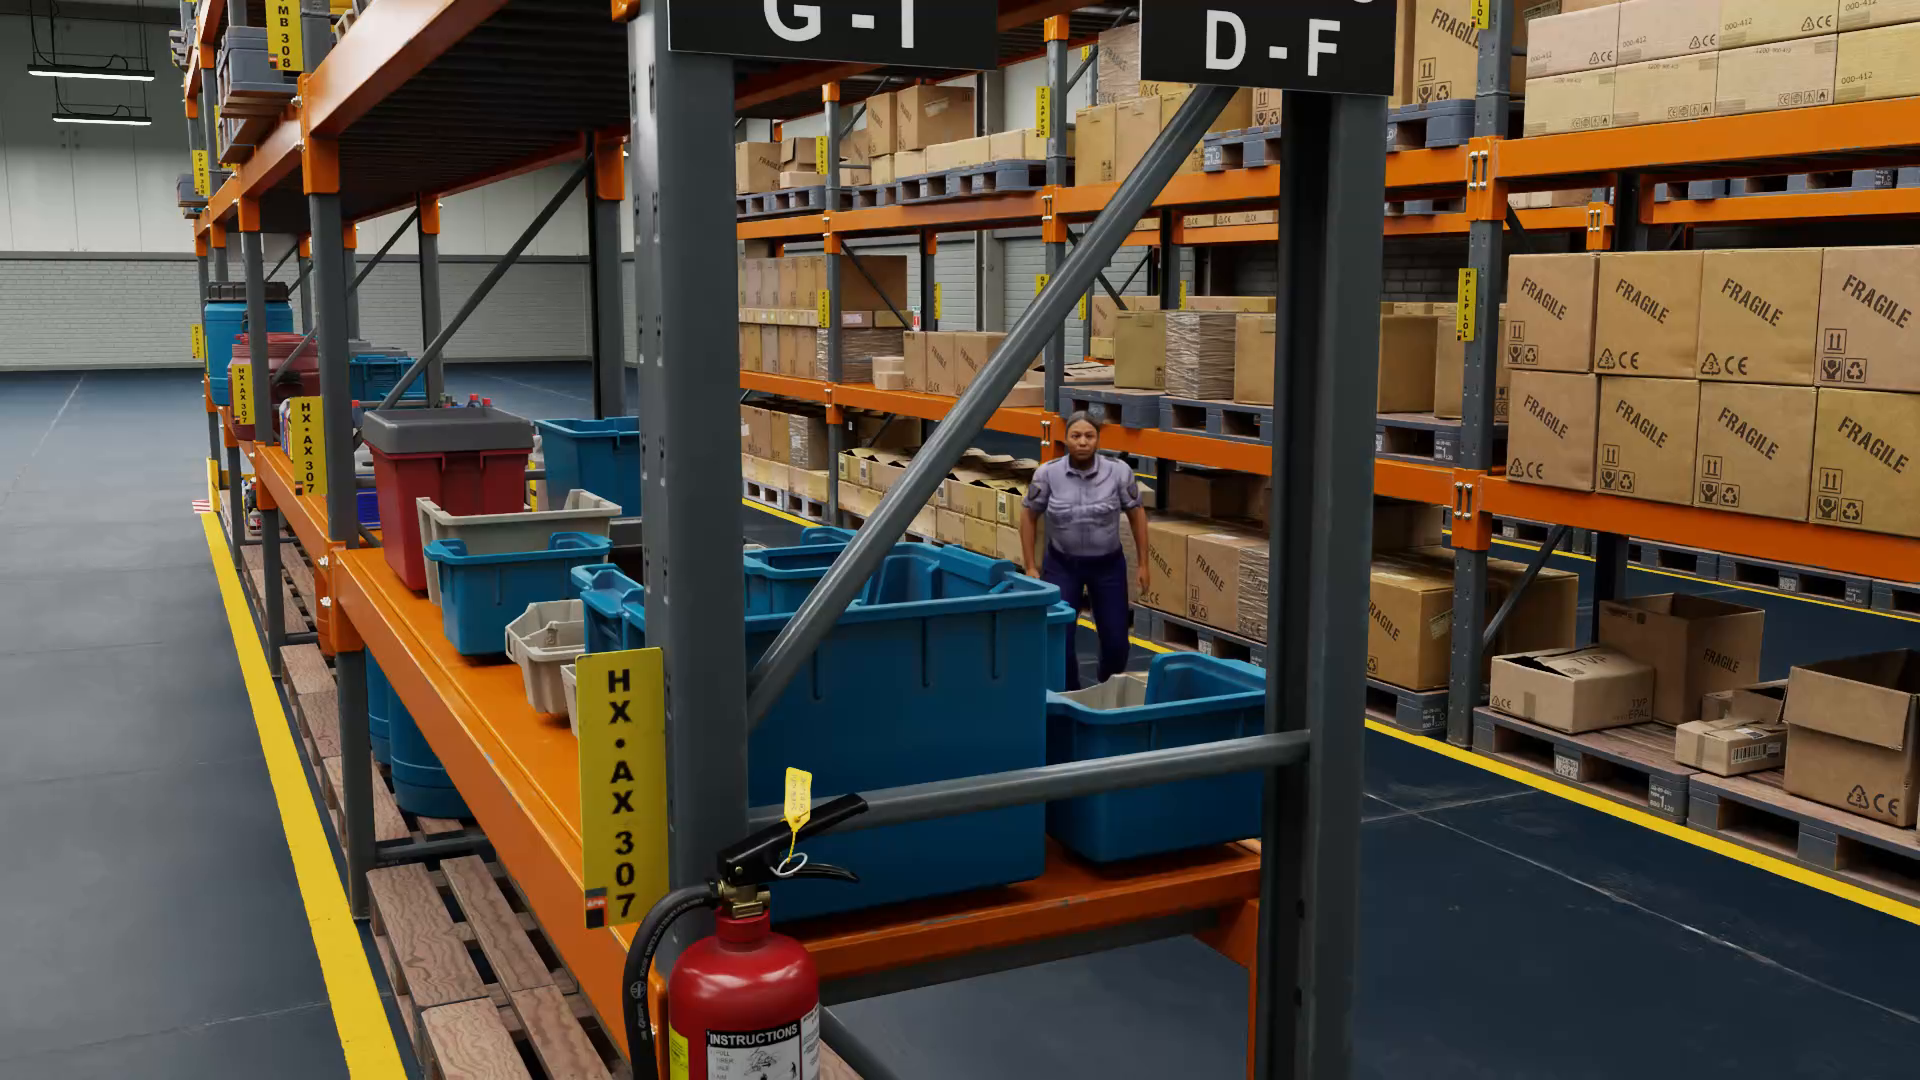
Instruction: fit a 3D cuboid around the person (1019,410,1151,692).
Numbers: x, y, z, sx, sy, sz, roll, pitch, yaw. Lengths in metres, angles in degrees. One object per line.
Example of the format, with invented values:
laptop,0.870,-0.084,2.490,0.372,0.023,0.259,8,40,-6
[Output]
person,0.614,0.144,8.168,0.640,1.591,0.646,1,9,5
